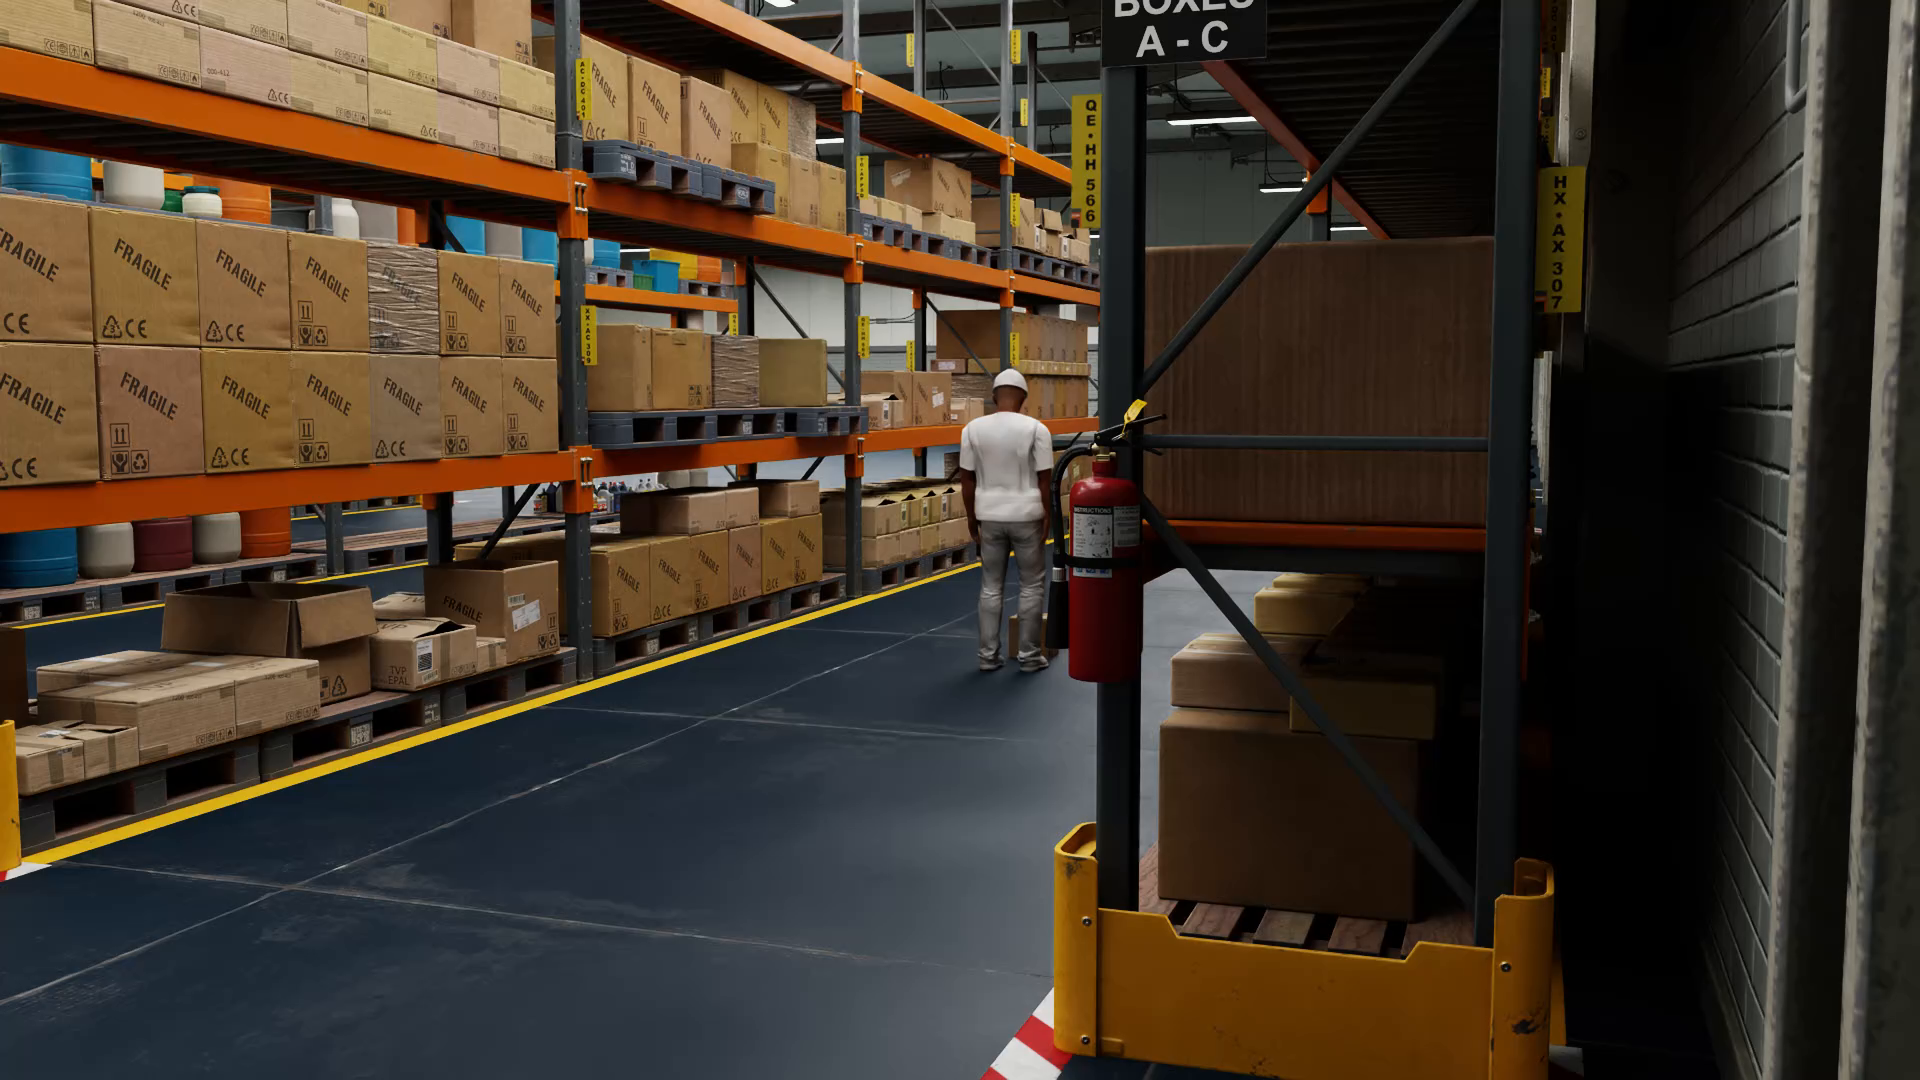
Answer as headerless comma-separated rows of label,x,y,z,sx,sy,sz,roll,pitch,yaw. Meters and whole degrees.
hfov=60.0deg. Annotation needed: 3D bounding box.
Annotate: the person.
person,0.284,-0.115,9.723,0.571,1.757,0.379,2,5,20
